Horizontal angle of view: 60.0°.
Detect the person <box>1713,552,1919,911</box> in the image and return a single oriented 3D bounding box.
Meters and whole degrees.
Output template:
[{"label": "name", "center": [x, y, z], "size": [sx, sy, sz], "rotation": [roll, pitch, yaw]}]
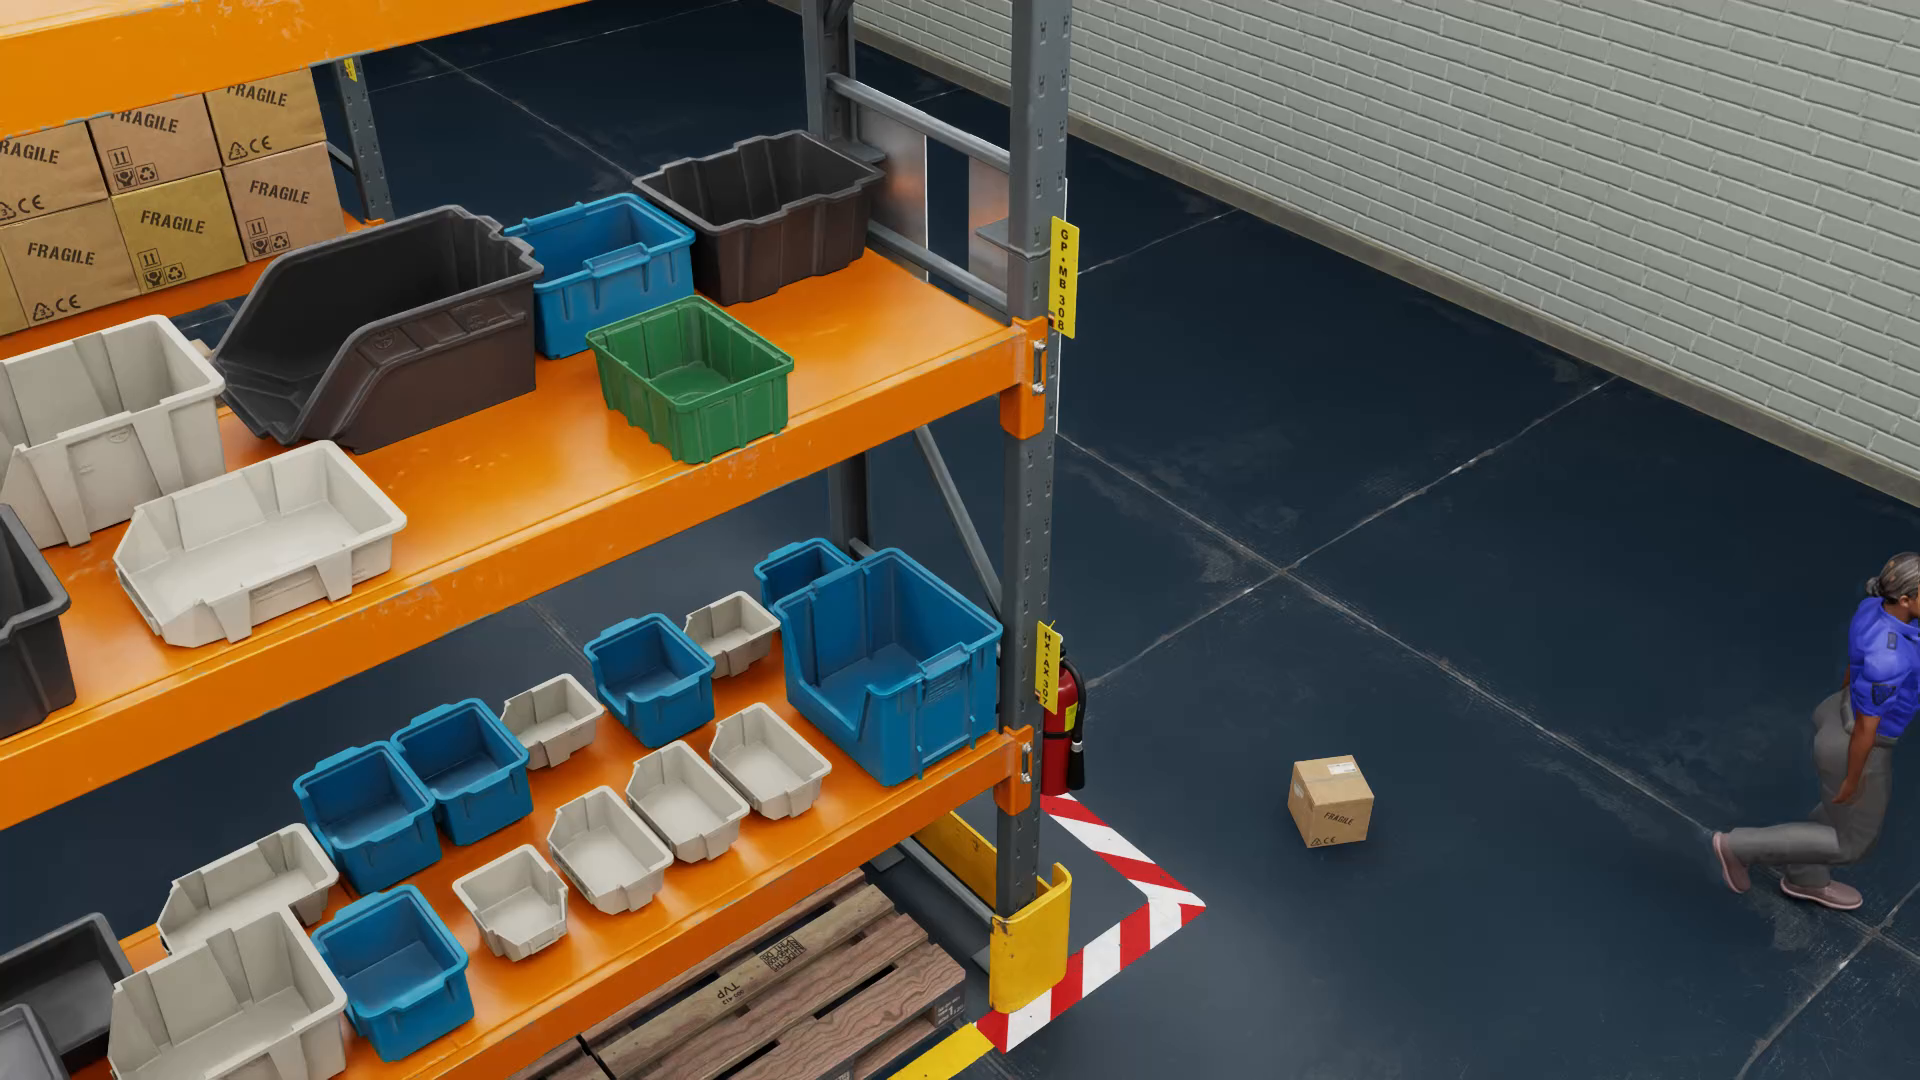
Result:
[{"label": "person", "center": [3.208, 0.730, 6.048], "size": [0.605, 1.638, 0.447], "rotation": [13, 38, 18]}]
